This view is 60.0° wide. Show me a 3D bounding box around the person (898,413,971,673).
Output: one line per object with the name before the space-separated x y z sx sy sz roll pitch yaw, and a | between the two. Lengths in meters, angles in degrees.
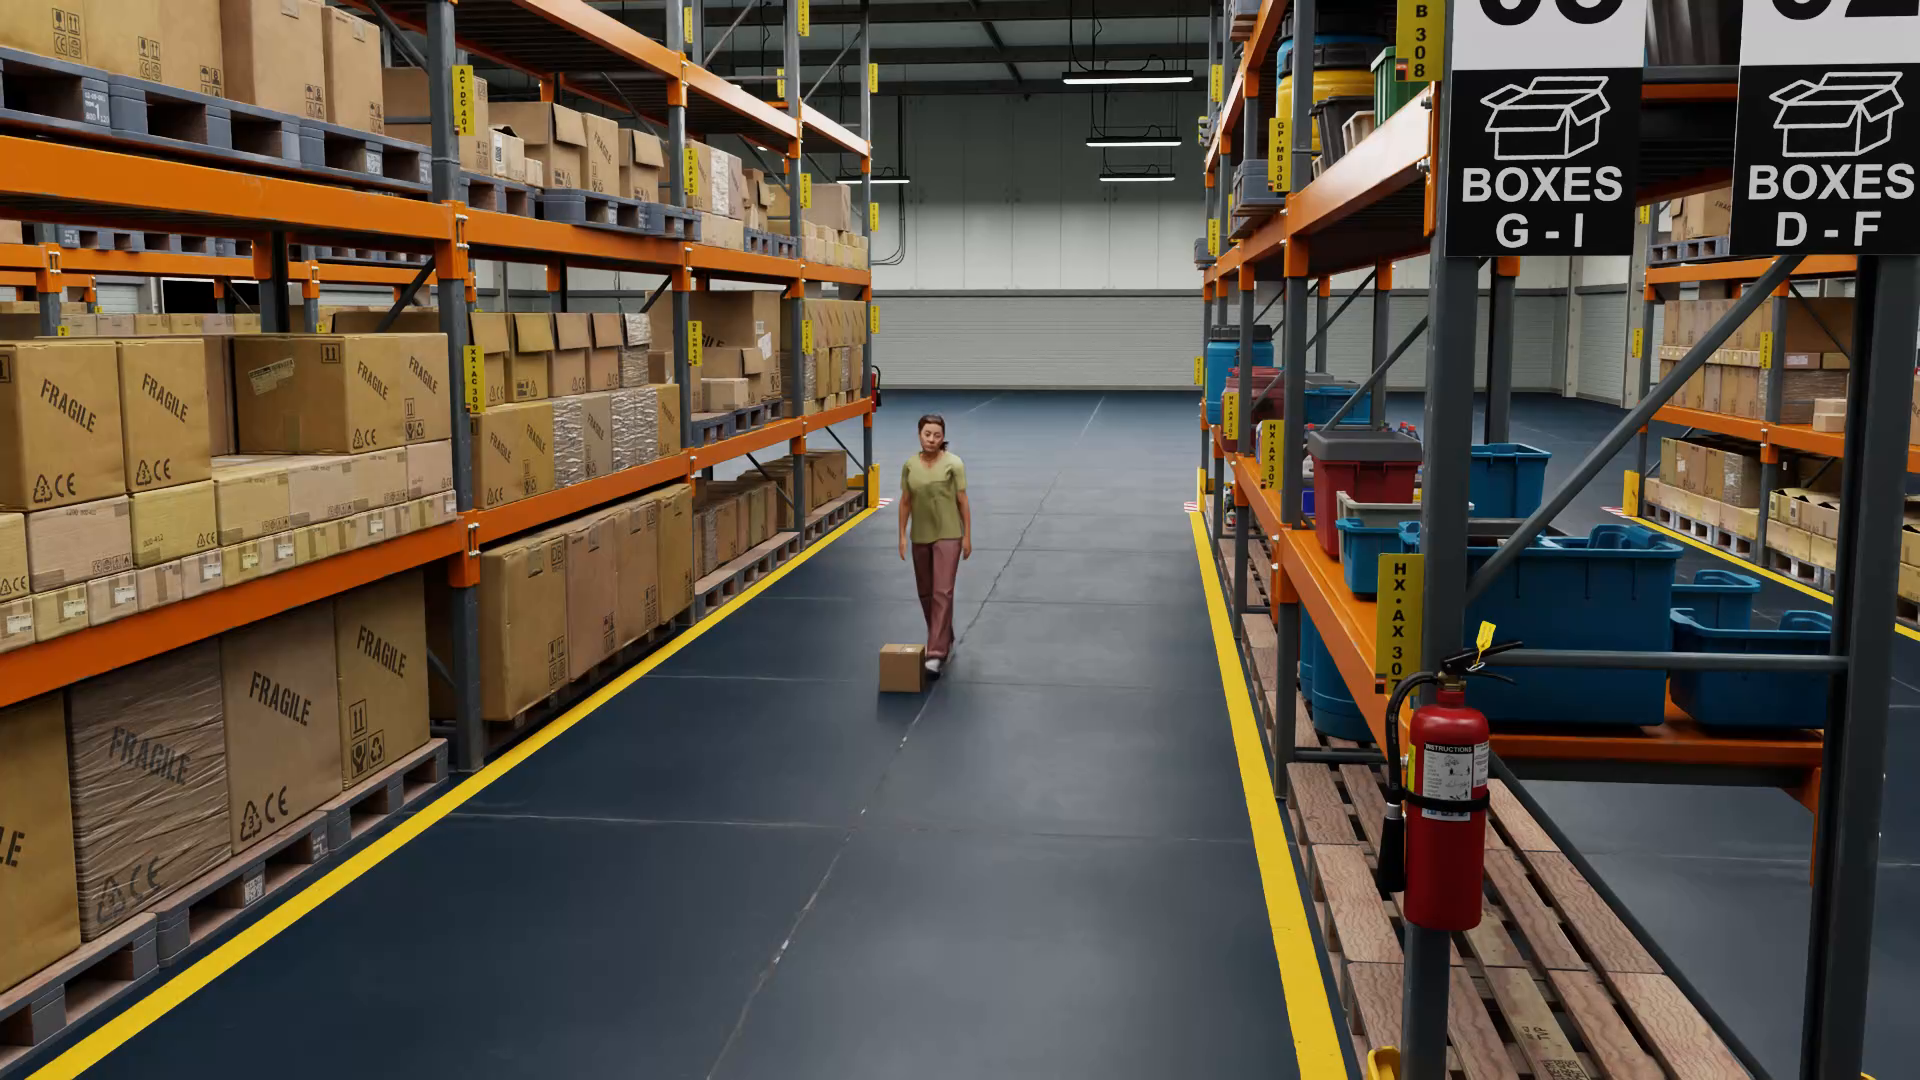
person | -0.195 0.002 10.745 0.468 1.651 0.803 4 8 25
